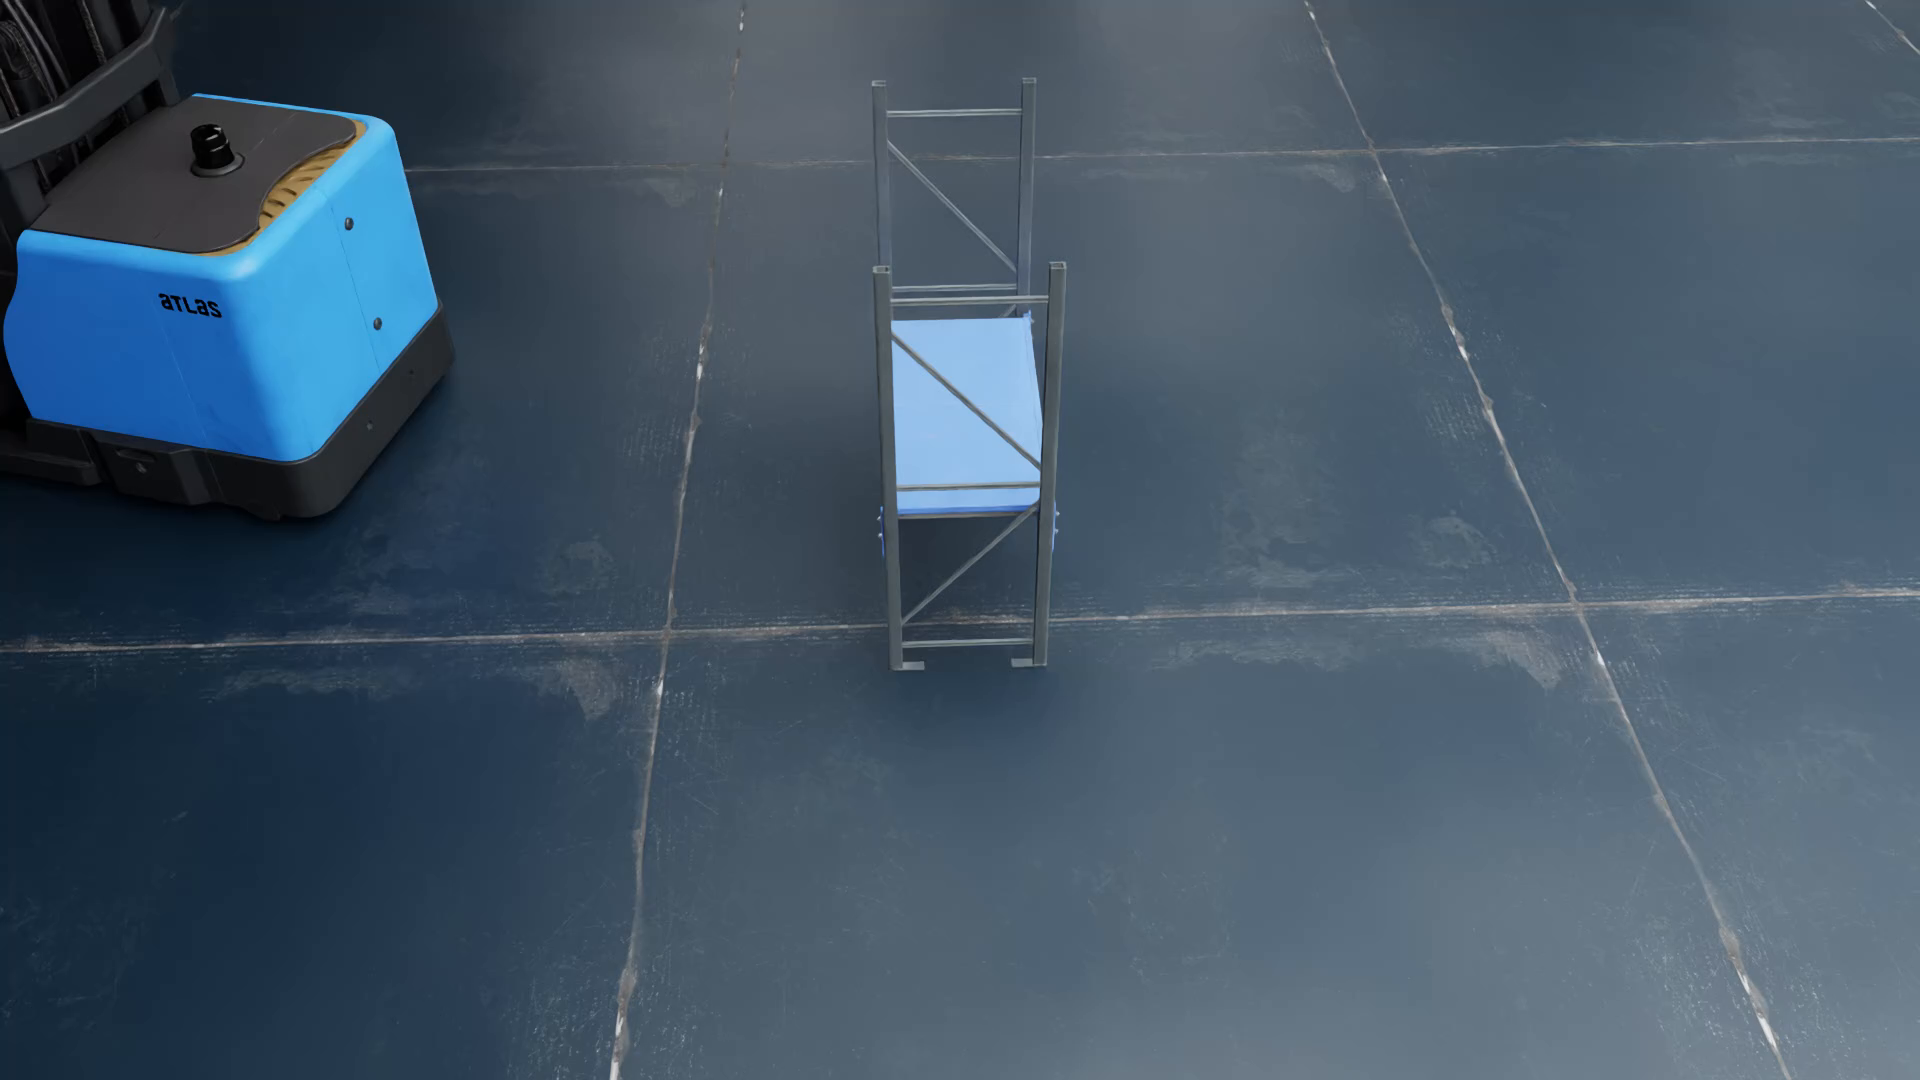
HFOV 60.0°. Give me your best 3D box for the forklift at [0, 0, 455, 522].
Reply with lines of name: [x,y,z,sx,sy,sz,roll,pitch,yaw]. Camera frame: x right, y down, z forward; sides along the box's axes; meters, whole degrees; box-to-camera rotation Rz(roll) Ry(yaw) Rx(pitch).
forklift: [-3.520,-1.682,5.416,3.031,2.935,1.130,10,43,10]

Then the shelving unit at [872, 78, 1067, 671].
shelving unit: [0.004,-0.495,5.180,0.538,1.500,1.048,-2,43,-2]

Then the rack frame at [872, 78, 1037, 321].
rack frame: [-0.018,-0.838,5.555,0.500,1.500,0.032,-2,43,-2]

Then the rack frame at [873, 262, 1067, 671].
rack frame: [0.025,-0.152,4.806,0.500,1.500,0.032,-2,43,-2]

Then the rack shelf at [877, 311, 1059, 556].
rack shelf: [0.004,-0.363,5.302,0.538,0.185,1.000,-2,43,-2]
